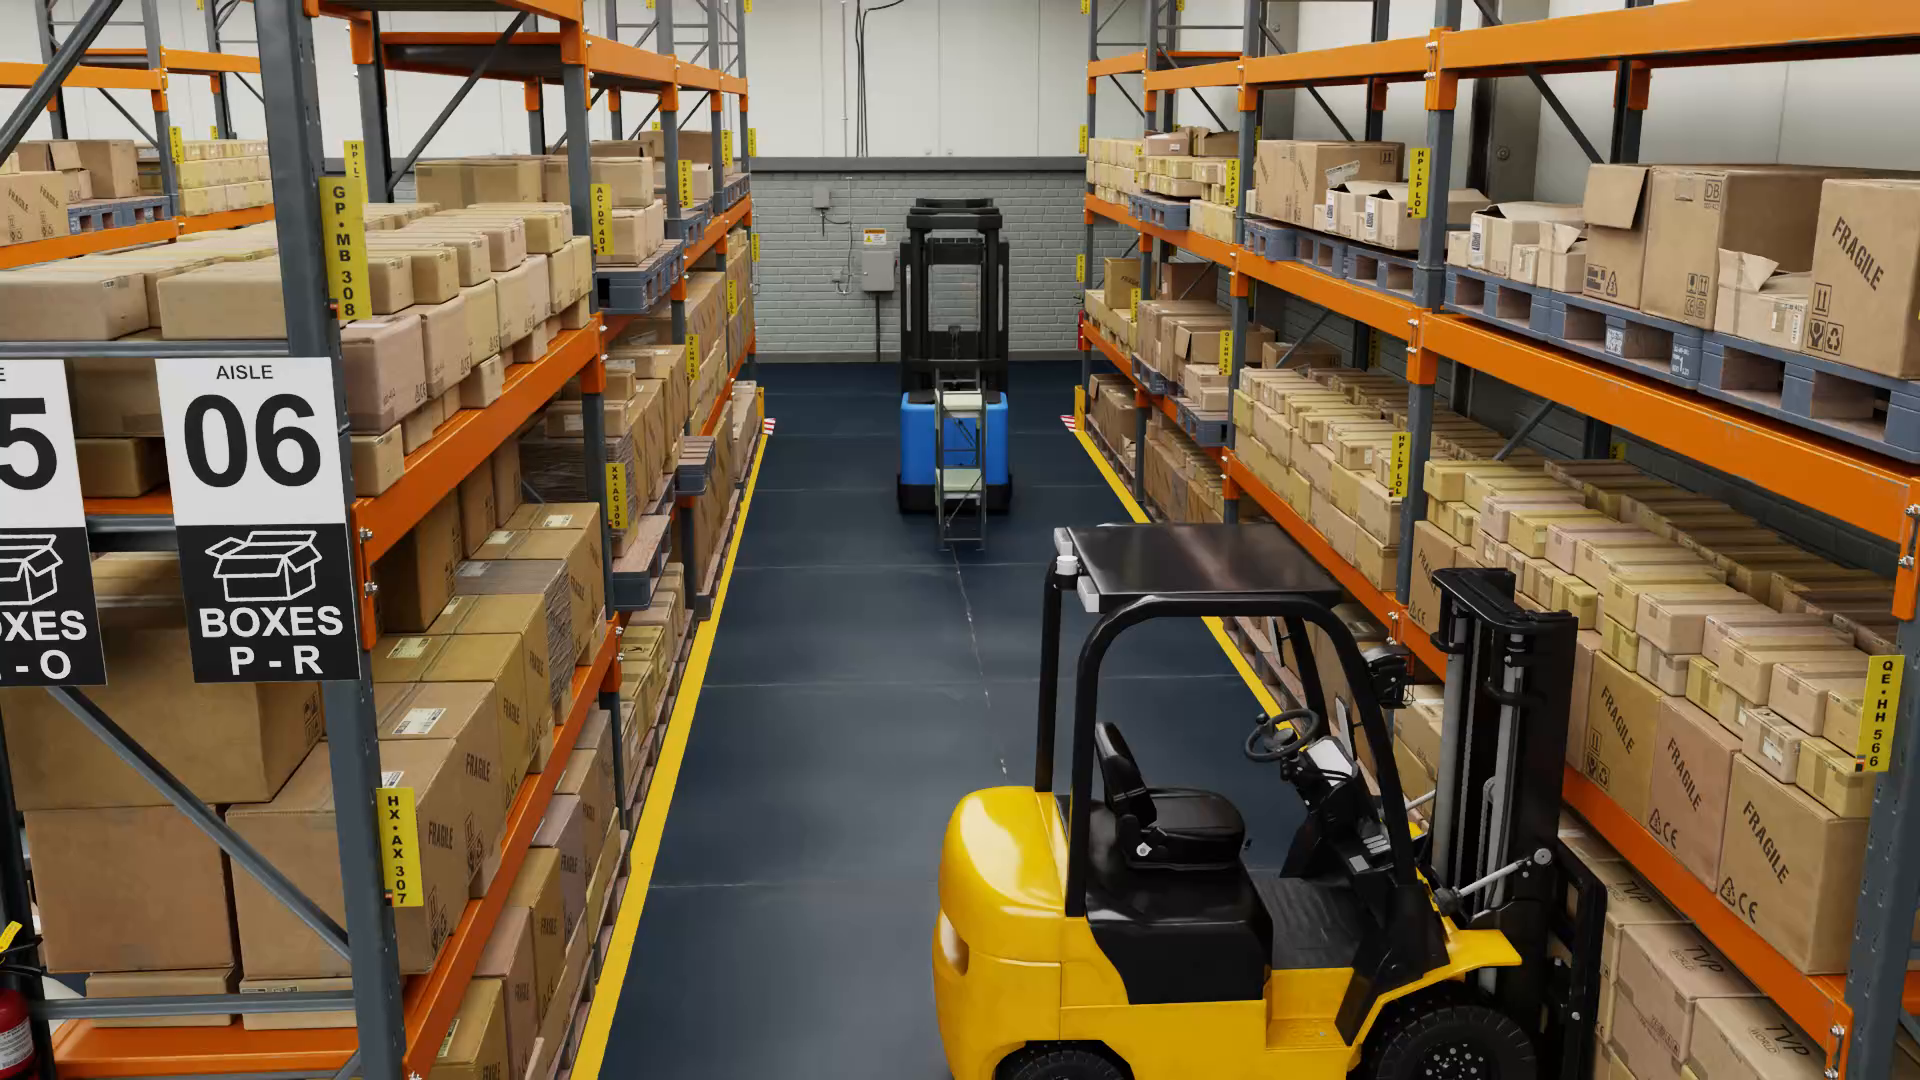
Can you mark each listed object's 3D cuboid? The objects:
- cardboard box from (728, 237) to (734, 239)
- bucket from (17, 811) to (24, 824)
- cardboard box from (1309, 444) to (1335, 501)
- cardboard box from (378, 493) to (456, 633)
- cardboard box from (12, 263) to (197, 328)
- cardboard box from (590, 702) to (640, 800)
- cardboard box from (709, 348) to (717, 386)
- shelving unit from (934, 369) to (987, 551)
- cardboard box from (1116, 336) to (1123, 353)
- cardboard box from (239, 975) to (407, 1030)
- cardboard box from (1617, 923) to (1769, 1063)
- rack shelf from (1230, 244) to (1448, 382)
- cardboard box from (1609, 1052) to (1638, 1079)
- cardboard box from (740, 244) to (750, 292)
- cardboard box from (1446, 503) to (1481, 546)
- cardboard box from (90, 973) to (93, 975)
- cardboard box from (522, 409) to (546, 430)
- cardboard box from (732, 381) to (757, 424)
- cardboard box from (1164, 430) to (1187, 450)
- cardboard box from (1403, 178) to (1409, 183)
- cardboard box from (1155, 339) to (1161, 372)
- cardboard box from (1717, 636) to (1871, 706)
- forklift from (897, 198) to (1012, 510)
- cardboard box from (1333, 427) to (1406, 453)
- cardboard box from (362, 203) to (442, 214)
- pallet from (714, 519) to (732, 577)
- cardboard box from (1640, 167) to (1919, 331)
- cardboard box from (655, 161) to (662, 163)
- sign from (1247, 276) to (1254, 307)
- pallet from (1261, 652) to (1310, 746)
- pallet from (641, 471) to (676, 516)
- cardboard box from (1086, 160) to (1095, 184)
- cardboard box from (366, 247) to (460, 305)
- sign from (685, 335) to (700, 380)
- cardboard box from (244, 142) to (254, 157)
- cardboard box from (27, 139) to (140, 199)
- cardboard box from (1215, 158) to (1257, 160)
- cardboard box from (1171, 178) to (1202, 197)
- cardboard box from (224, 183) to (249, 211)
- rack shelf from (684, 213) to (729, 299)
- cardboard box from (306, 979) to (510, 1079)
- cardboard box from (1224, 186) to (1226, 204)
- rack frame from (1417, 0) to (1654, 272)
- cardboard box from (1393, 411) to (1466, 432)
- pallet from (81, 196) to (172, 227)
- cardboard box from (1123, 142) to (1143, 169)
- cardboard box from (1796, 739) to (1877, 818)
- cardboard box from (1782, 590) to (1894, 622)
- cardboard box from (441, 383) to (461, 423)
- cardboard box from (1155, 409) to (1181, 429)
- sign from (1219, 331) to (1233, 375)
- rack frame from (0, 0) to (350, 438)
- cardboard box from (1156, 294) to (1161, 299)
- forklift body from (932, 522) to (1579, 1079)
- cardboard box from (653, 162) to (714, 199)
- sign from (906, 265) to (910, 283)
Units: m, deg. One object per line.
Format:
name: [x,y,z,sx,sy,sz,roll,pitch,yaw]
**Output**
cardboard box: [-2.607,-3.148,17.731,0.380,0.149,0.250,0,14,-2]
bucket: [-4.842,1.164,8.001,0.726,0.611,0.620,4,5,16]
cardboard box: [2.386,-0.405,9.878,0.500,0.250,0.500,-1,14,-2]
cardboard box: [-2.269,0.032,6.077,0.700,0.500,0.500,-1,14,-4]
cardboard box: [-2.262,-0.651,4.423,0.380,0.149,0.250,-1,14,-2]
cardboard box: [-2.252,1.154,8.952,0.950,0.372,0.625,-1,14,-3]
cardboard box: [-2.317,-1.458,13.971,0.500,0.250,0.500,-1,14,-2]
shelving unit: [0.000,-0.725,14.833,0.431,1.500,0.755,-1,14,-3]
cardboard box: [1.858,-2.063,17.529,0.380,0.149,0.250,-1,14,-4]
cardboard box: [-1.784,1.244,4.676,0.380,0.149,0.250,-1,14,-3]
cardboard box: [2.608,1.540,5.690,0.500,0.250,0.500,-1,14,-2]
rack shelf: [2.613,-1.464,10.120,1.077,0.370,4.000,-1,14,-3]
cardboard box: [2.619,2.025,5.812,0.500,0.250,0.500,-1,14,-3]
cardboard box: [-2.631,-3.056,18.677,0.500,0.500,0.500,-1,14,-3]
cardboard box: [2.512,-0.077,7.804,0.380,0.149,0.250,-1,14,-2]
cardboard box: [-2.332,1.181,4.922,0.380,0.149,0.250,-1,14,-4]
cardboard box: [-2.507,-0.415,8.980,0.500,0.500,0.500,-1,14,-3]
cardboard box: [-2.820,-1.569,19.404,0.875,0.438,0.875,-1,14,-5]
cardboard box: [2.120,-0.934,15.509,0.380,0.149,0.250,-2,15,-6]
cardboard box: [2.790,-2.313,11.233,0.500,0.250,0.500,-1,14,-3]
cardboard box: [1.944,-1.639,14.803,0.396,0.266,0.258,0,14,-1]
cardboard box: [2.663,0.415,5.296,0.380,0.149,0.250,-1,14,-2]
forklift: [-0.055,-2.019,16.990,1.130,2.935,3.031,0,14,0]
cardboard box: [2.395,-0.561,9.686,0.380,0.149,0.250,-1,14,-5]
cardboard box: [-2.523,-1.419,7.404,0.380,0.149,0.250,-1,14,-4]
pallet: [-2.511,0.071,14.327,1.003,0.211,1.213,-1,14,-3]
cardboard box: [2.751,-0.983,5.563,0.700,0.500,0.500,-1,14,-3]
cardboard box: [-3.072,-3.568,16.079,0.396,0.266,0.258,0,14,-2]
sign: [2.795,-2.422,16.097,0.100,0.325,0.005,-1,14,-3]
pallet: [2.574,1.001,10.711,1.003,0.211,1.213,-1,14,-3]
pallet: [-2.301,-0.195,10.149,1.003,0.211,1.213,-1,14,-3]
cardboard box: [1.748,-4.256,19.233,0.500,0.250,0.500,-1,14,-4]
cardboard box: [-1.714,-0.788,4.953,0.380,0.149,0.250,-1,14,-4]
sign: [-1.924,-1.313,11.944,0.100,0.325,0.005,-1,14,-3]
cardboard box: [-7.507,-4.022,17.115,0.380,0.149,0.250,-1,14,-5]
cardboard box: [-7.733,-3.281,14.697,0.700,0.500,0.500,-1,14,-3]
cardboard box: [2.436,-3.250,14.481,0.380,0.149,0.250,-1,14,-5]
cardboard box: [1.984,-2.972,14.000,0.380,0.149,0.250,-1,14,-2]
cardboard box: [-7.465,-3.426,16.604,0.500,0.250,0.500,0,14,-1]
rack shelf: [-2.589,-2.381,13.685,1.077,0.370,4.000,-1,14,-3]
cardboard box: [-1.745,1.764,5.320,0.500,0.500,0.500,-1,14,-5]
cardboard box: [2.240,-2.645,12.769,0.380,0.149,0.250,-1,14,-2]
rack frame: [2.737,-2.768,7.724,1.000,3.000,0.127,-1,14,-3]
cardboard box: [2.881,-0.695,10.207,0.380,0.149,0.250,-1,14,-3]
pallet: [-7.715,-2.879,14.555,1.213,0.211,1.003,-1,14,-3]
cardboard box: [1.930,-3.866,16.713,0.500,0.250,0.500,-1,14,-4]
cardboard box: [2.684,0.688,4.830,0.380,0.149,0.250,-1,14,-3]
cardboard box: [3.122,0.281,5.815,0.380,0.149,0.250,0,14,-2]
cardboard box: [-1.814,-0.466,5.302,0.380,0.149,0.250,-1,14,-5]
cardboard box: [2.062,-1.146,15.734,0.380,0.149,0.250,-2,15,-6]
sign: [1.948,-1.369,12.162,0.100,0.325,0.005,-1,14,-3]
rack frame: [-1.969,-1.695,3.556,1.000,3.000,0.127,-1,14,-3]
cardboard box: [2.318,-2.680,19.125,0.500,0.250,0.500,-1,14,-3]
forklift body: [1.047,1.100,6.434,2.313,2.155,1.214,-1,14,-3]
cardboard box: [-2.448,-3.171,14.648,0.500,0.311,0.500,-1,14,-3]
sign: [-0.747,-4.180,25.445,0.329,0.494,0.001,-1,14,-3]
